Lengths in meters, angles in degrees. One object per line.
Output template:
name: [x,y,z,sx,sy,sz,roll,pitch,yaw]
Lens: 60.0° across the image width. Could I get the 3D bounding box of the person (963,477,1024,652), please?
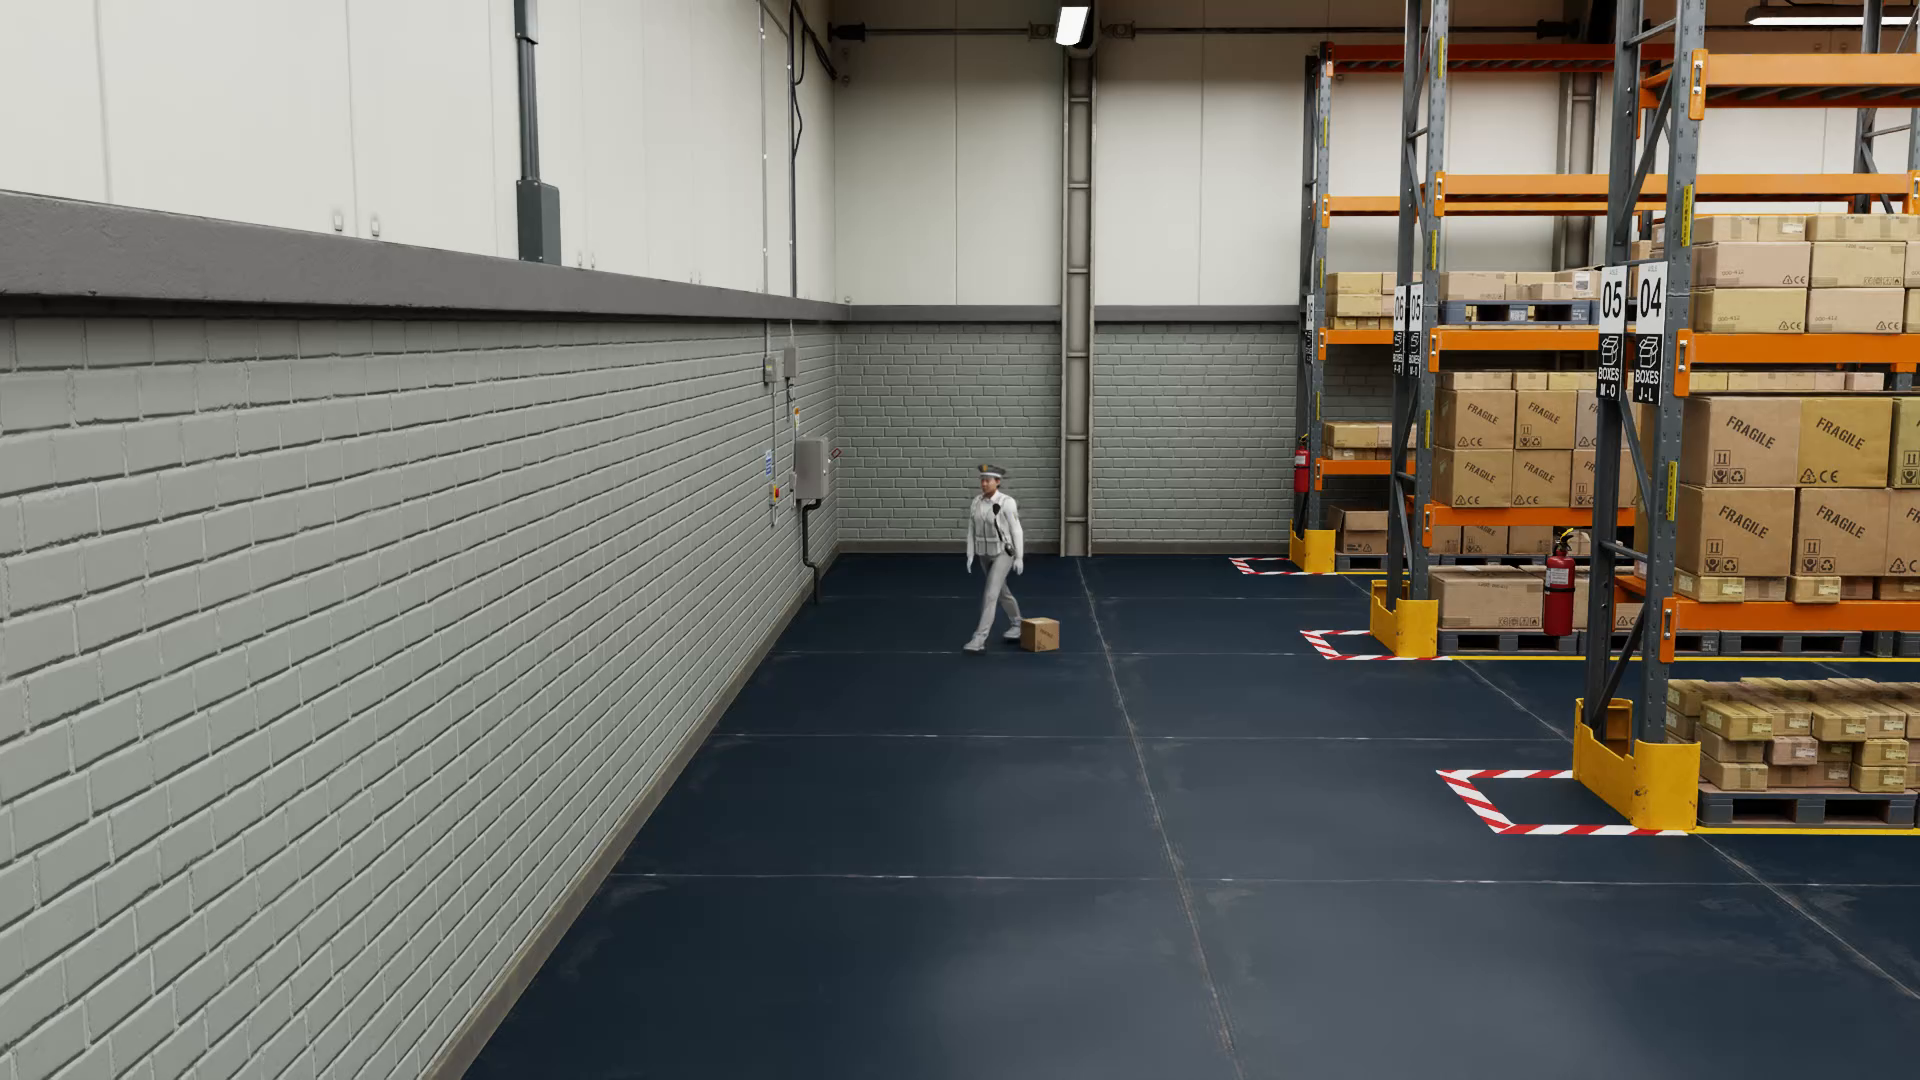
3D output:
person: [0.272,0.139,14.682,0.483,1.579,1.022,6,9,39]
